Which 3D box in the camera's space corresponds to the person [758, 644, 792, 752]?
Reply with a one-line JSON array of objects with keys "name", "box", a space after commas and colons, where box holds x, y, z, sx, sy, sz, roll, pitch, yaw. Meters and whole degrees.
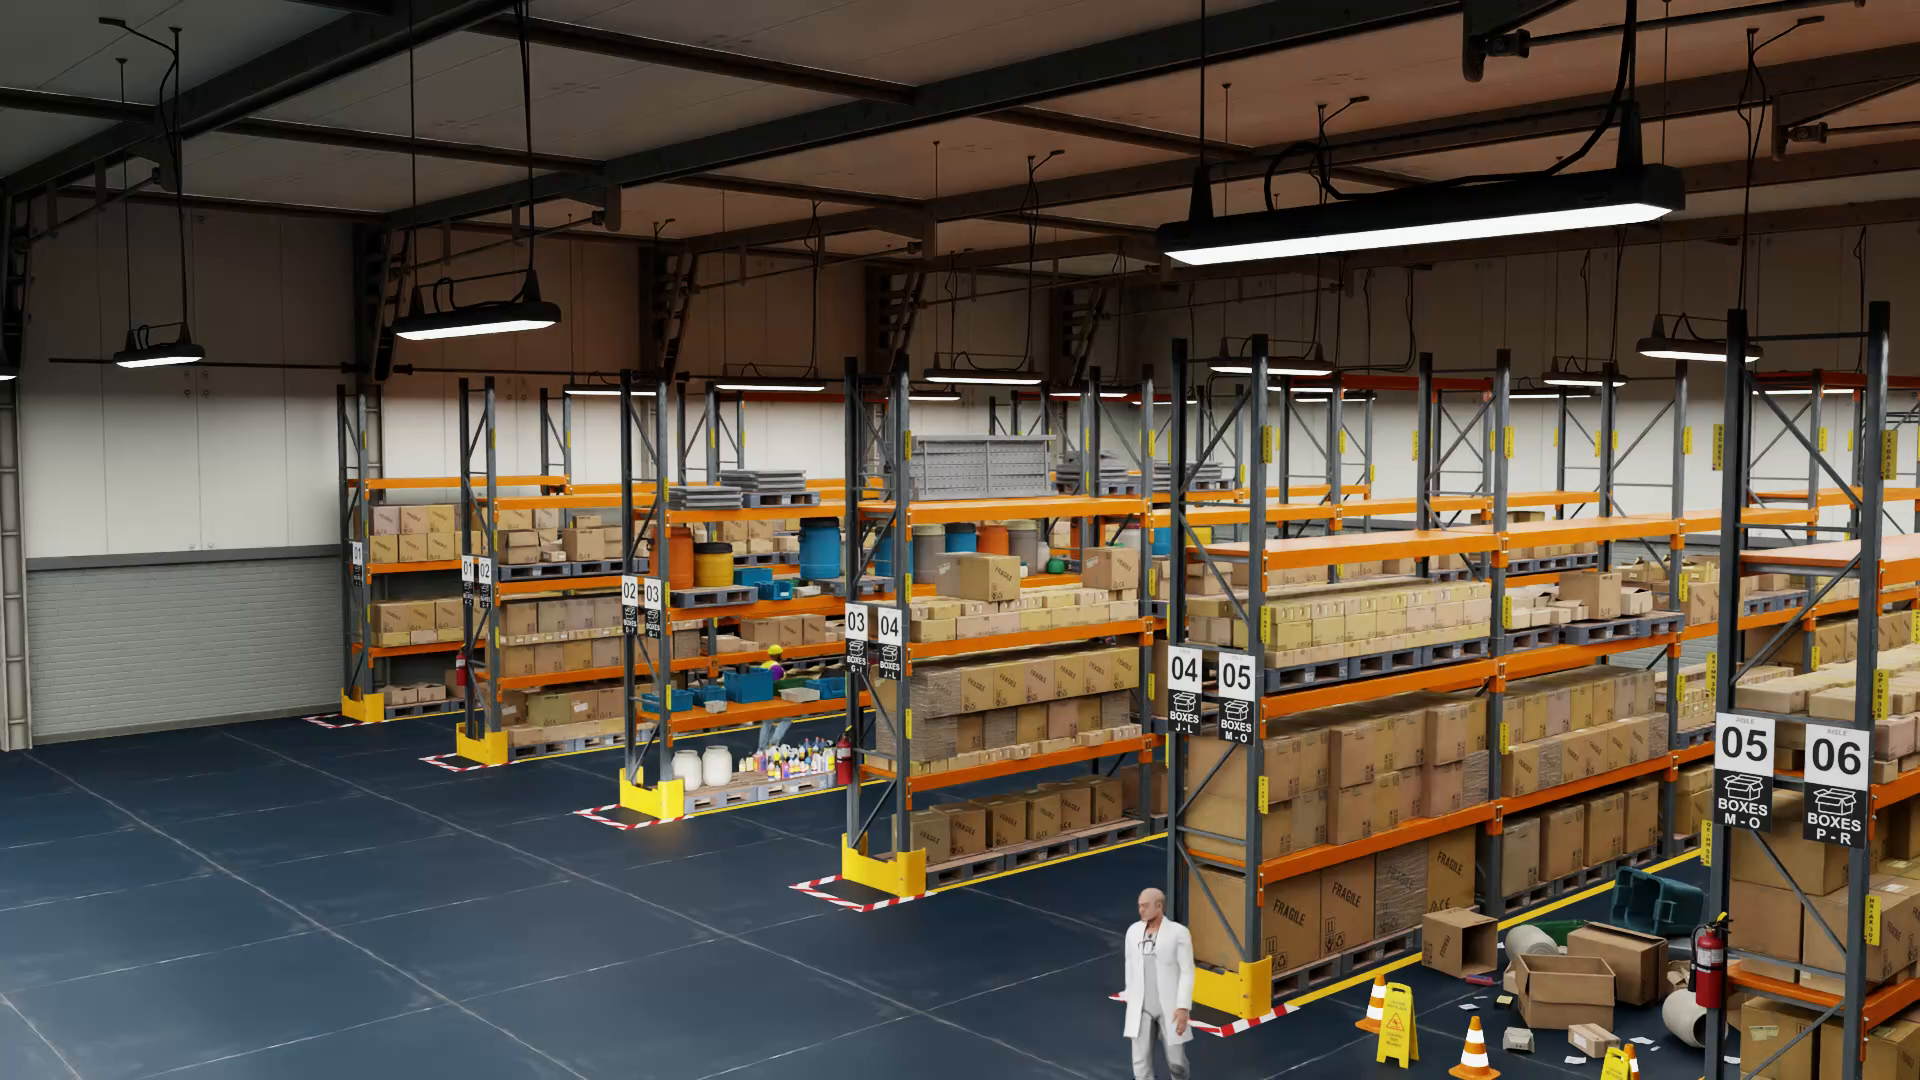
[{"name": "person", "box": [-2.976, 2.536, 26.429, 0.527, 1.745, 0.612, -2, 4, -32]}]

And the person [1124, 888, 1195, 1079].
[{"name": "person", "box": [1.472, 3.476, 12.371, 0.588, 1.739, 0.918, 2, 4, 24]}]
